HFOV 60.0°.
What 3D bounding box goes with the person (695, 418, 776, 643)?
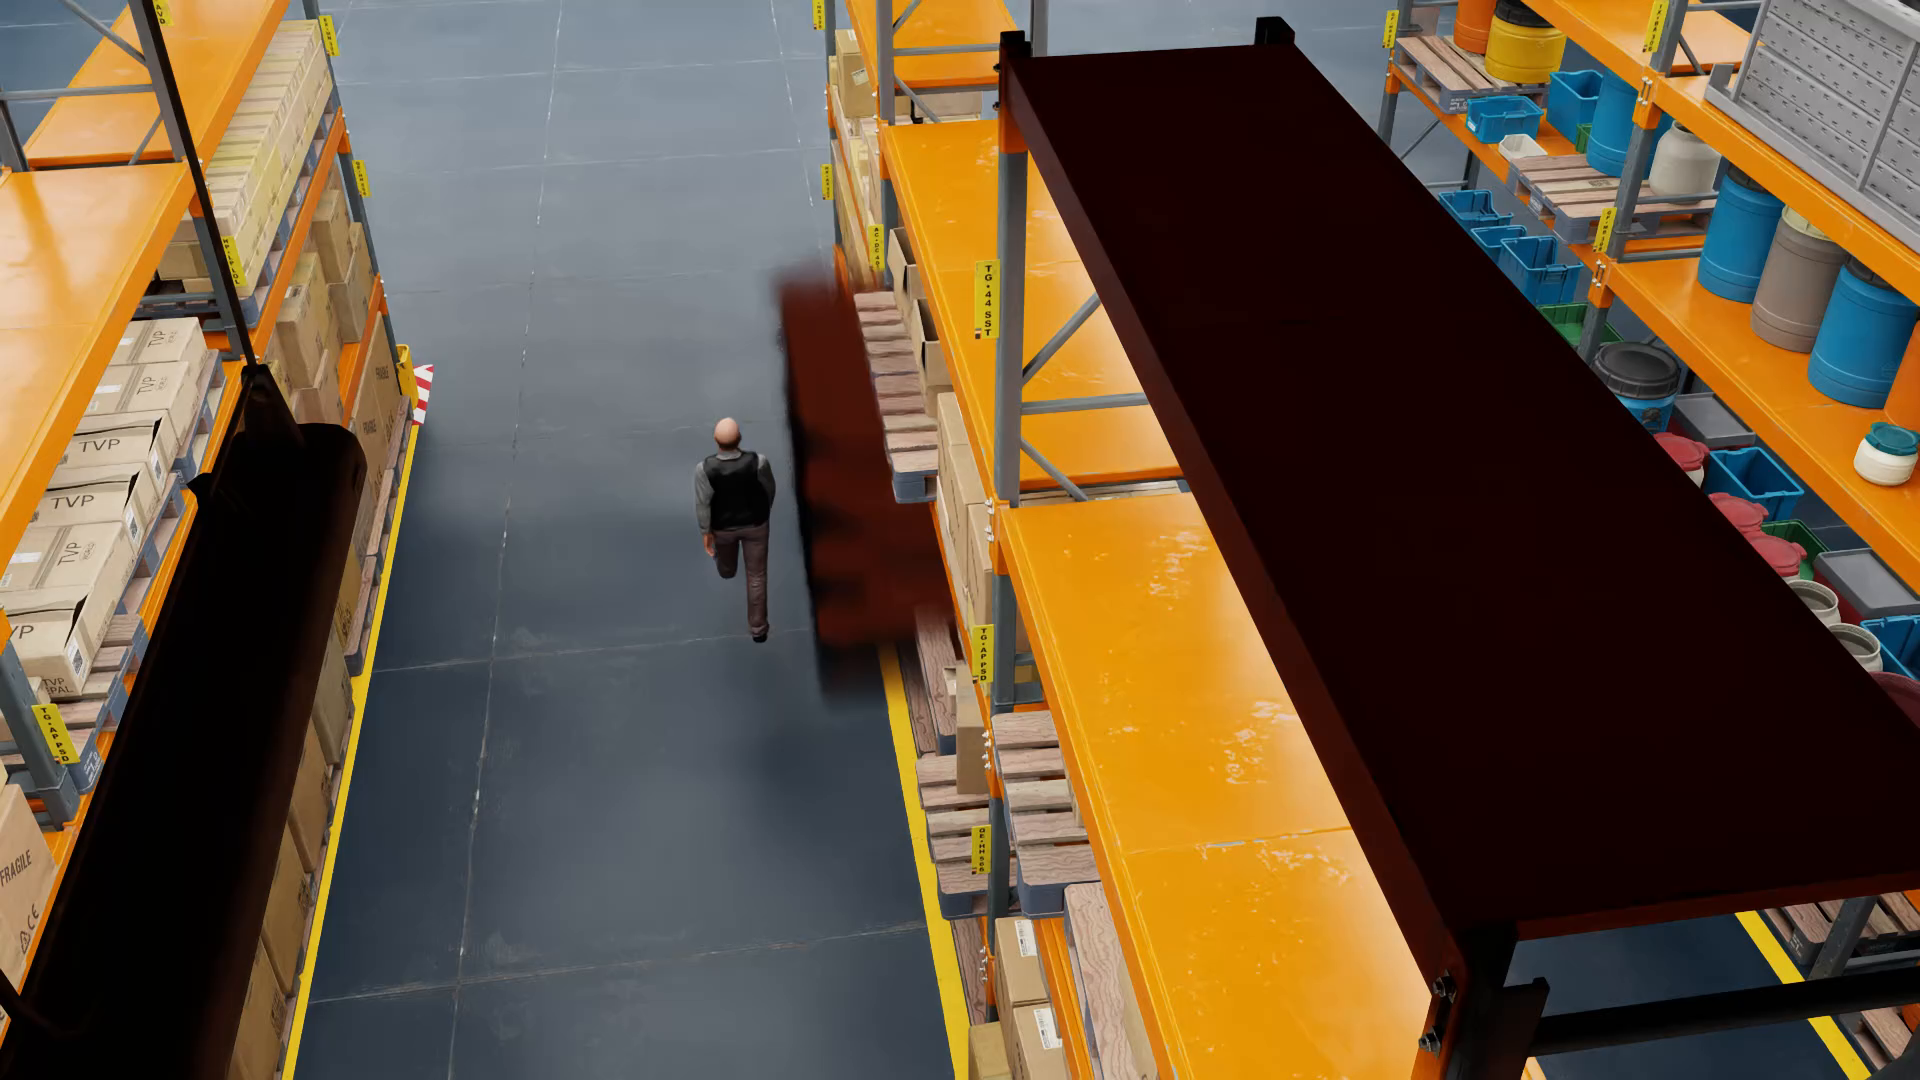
[{"bbox_3d":[-1.561,-0.205,11.793,0.545,1.665,1.040,-3,36,-4],"label":"person"}]
